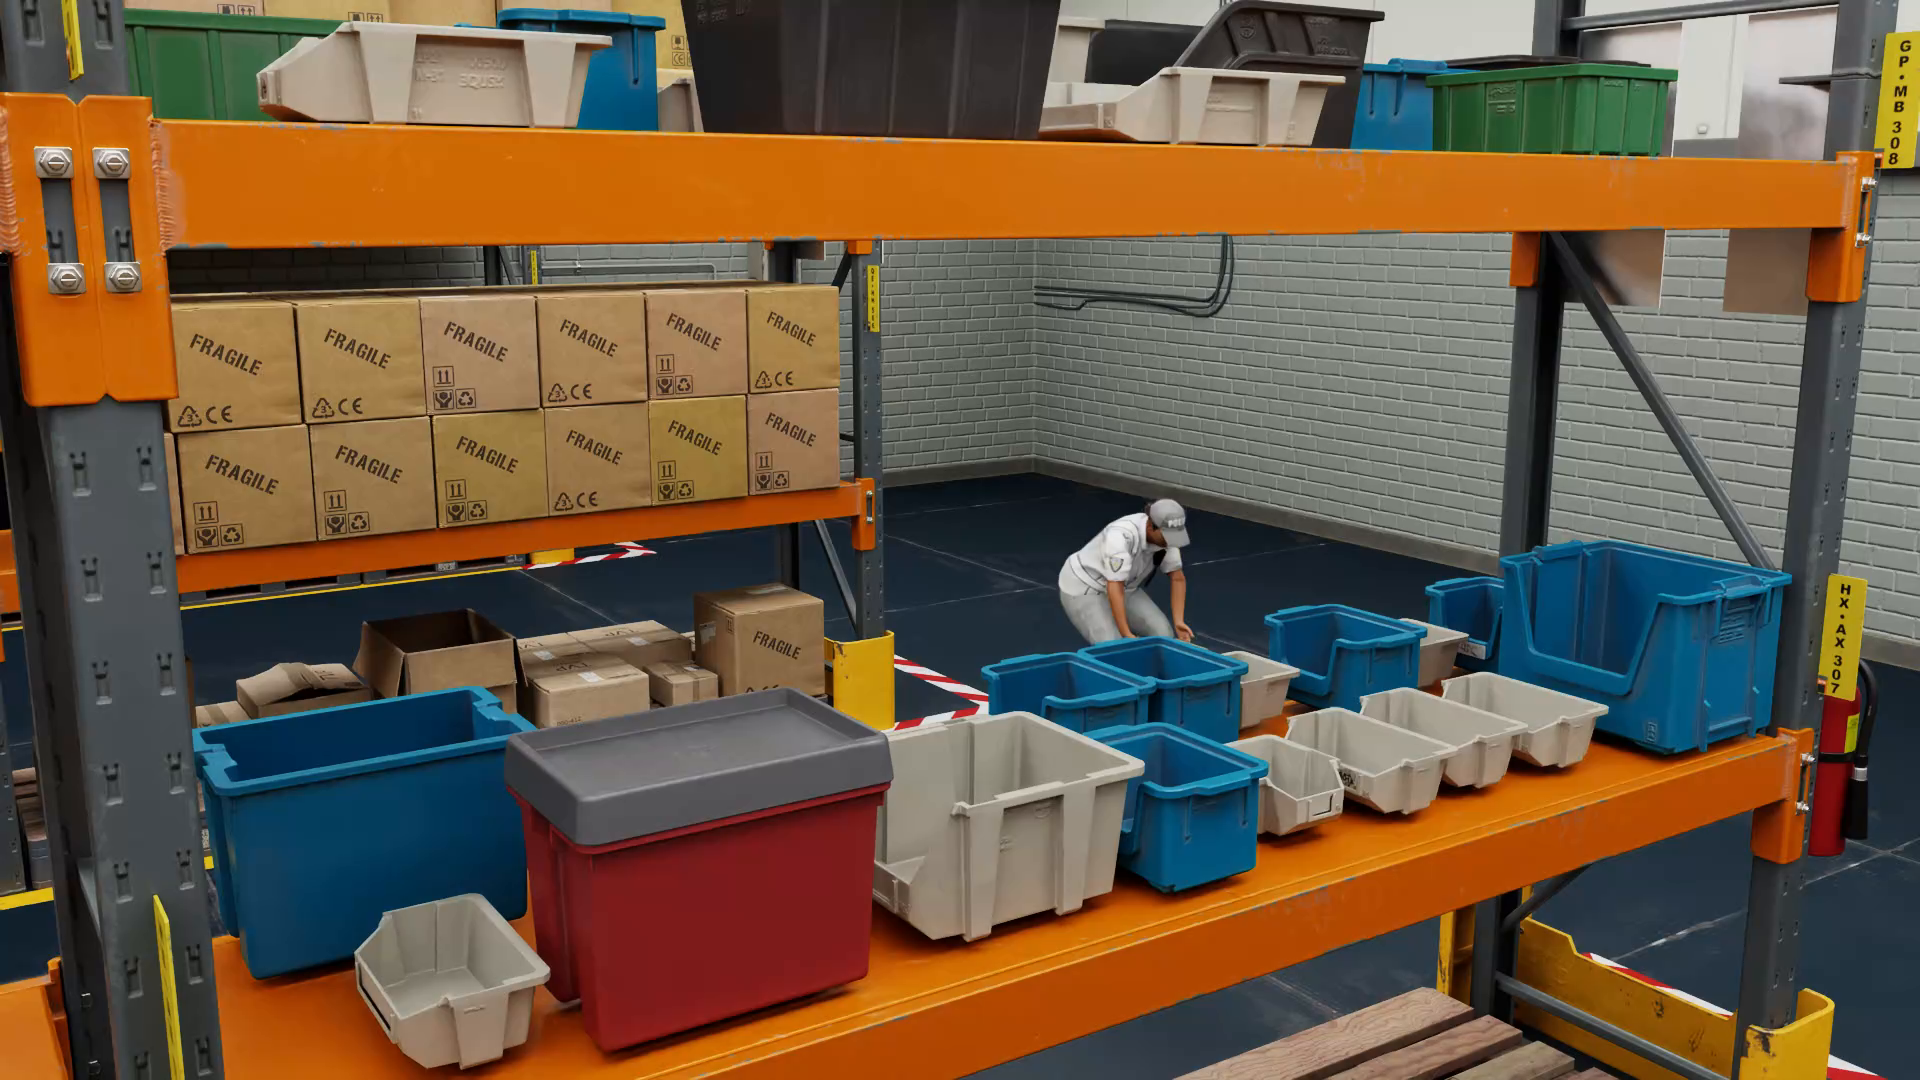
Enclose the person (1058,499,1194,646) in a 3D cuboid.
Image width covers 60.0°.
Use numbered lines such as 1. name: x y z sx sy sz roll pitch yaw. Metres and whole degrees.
1. person: 0.909 0.338 8.928 0.541 1.212 0.803 -7 14 -33
